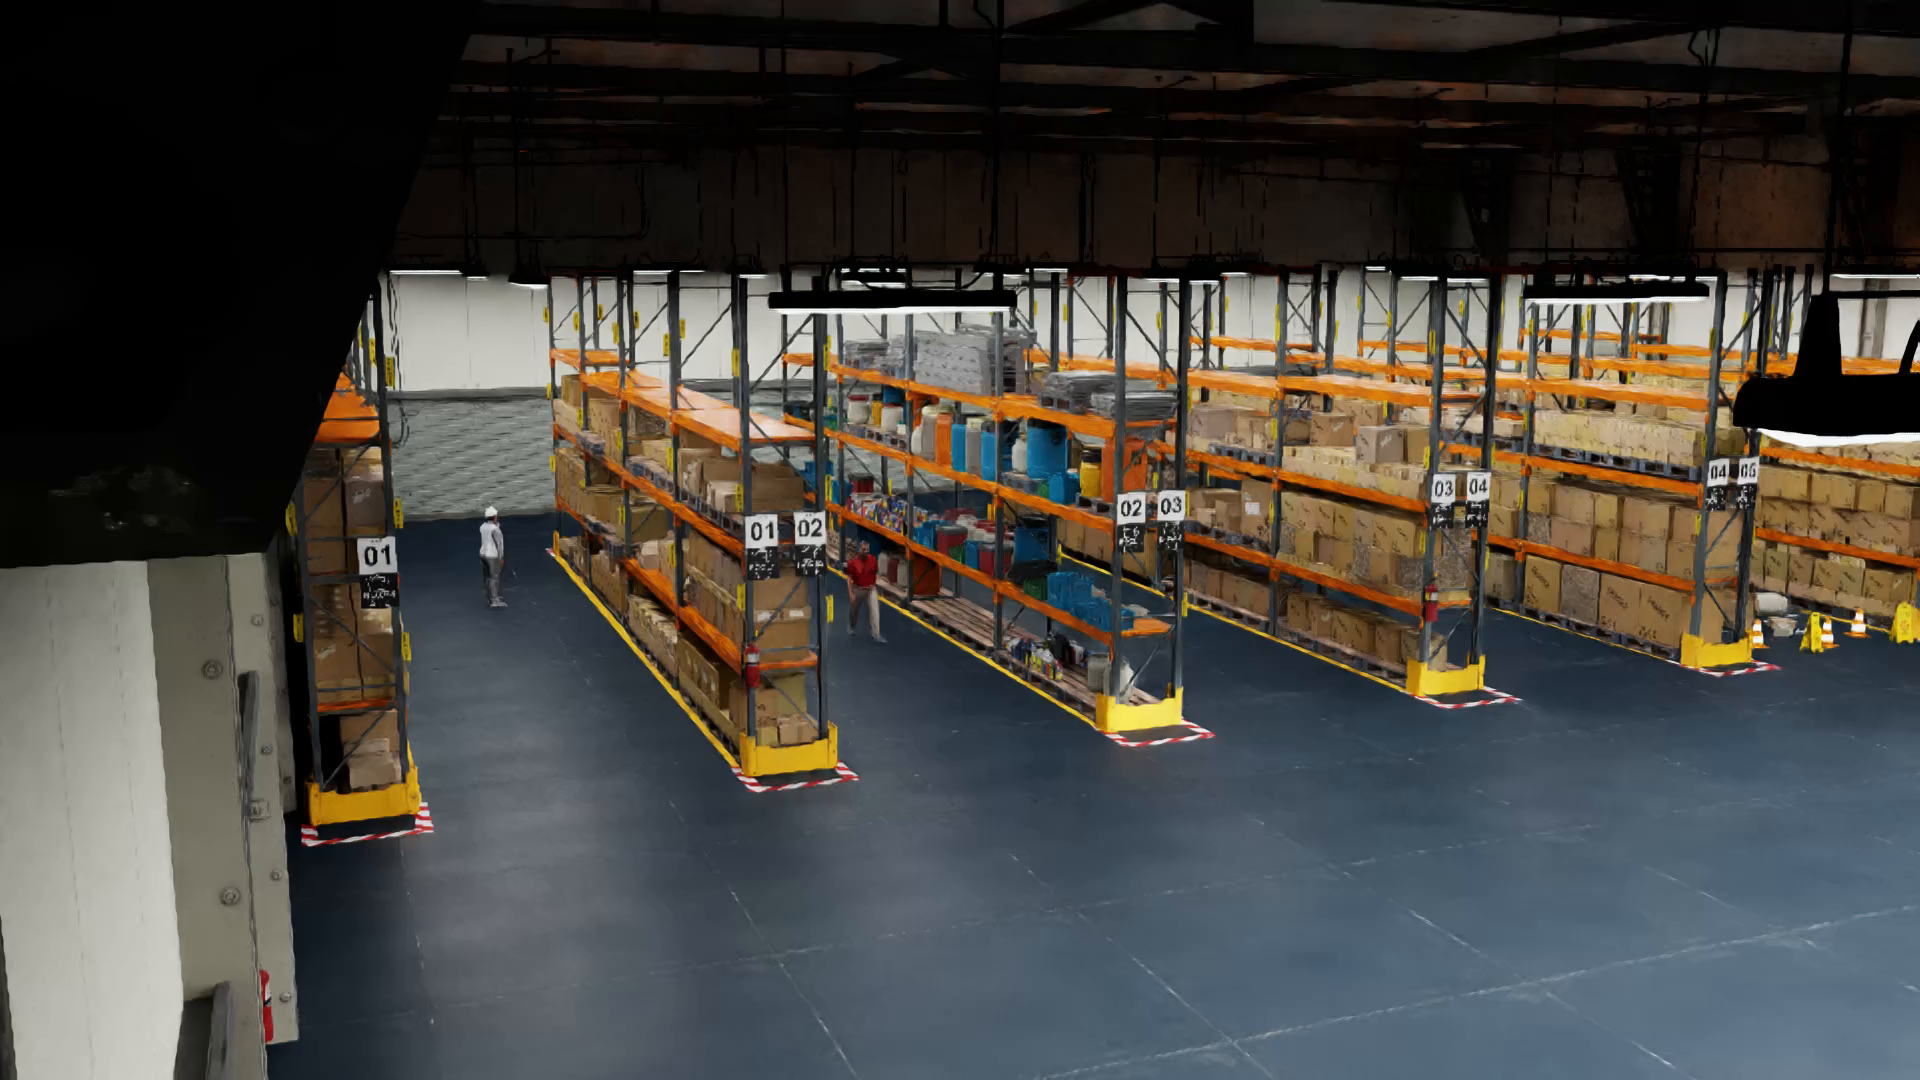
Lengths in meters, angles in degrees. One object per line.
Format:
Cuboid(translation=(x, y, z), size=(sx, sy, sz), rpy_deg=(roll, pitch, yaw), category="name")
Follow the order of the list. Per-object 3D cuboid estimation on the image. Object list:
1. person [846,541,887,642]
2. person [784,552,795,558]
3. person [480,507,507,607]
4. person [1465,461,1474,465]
Cuboid(translation=(-1.582, 0.815, 27.134), size=(0.542, 1.645, 1.126), rpy_deg=(-3, 10, -19), category="person")
Cuboid(translation=(-3.381, -0.307, 33.589), size=(0.478, 1.553, 0.824), rpy_deg=(-2, 10, -11), category="person")
Cuboid(translation=(-8.333, 0.284, 29.798), size=(0.598, 1.782, 0.462), rpy_deg=(9, 13, 42), category="person")
Cuboid(translation=(11.010, -0.833, 36.195), size=(0.589, 1.782, 0.676), rpy_deg=(0, 10, 0), category="person")
